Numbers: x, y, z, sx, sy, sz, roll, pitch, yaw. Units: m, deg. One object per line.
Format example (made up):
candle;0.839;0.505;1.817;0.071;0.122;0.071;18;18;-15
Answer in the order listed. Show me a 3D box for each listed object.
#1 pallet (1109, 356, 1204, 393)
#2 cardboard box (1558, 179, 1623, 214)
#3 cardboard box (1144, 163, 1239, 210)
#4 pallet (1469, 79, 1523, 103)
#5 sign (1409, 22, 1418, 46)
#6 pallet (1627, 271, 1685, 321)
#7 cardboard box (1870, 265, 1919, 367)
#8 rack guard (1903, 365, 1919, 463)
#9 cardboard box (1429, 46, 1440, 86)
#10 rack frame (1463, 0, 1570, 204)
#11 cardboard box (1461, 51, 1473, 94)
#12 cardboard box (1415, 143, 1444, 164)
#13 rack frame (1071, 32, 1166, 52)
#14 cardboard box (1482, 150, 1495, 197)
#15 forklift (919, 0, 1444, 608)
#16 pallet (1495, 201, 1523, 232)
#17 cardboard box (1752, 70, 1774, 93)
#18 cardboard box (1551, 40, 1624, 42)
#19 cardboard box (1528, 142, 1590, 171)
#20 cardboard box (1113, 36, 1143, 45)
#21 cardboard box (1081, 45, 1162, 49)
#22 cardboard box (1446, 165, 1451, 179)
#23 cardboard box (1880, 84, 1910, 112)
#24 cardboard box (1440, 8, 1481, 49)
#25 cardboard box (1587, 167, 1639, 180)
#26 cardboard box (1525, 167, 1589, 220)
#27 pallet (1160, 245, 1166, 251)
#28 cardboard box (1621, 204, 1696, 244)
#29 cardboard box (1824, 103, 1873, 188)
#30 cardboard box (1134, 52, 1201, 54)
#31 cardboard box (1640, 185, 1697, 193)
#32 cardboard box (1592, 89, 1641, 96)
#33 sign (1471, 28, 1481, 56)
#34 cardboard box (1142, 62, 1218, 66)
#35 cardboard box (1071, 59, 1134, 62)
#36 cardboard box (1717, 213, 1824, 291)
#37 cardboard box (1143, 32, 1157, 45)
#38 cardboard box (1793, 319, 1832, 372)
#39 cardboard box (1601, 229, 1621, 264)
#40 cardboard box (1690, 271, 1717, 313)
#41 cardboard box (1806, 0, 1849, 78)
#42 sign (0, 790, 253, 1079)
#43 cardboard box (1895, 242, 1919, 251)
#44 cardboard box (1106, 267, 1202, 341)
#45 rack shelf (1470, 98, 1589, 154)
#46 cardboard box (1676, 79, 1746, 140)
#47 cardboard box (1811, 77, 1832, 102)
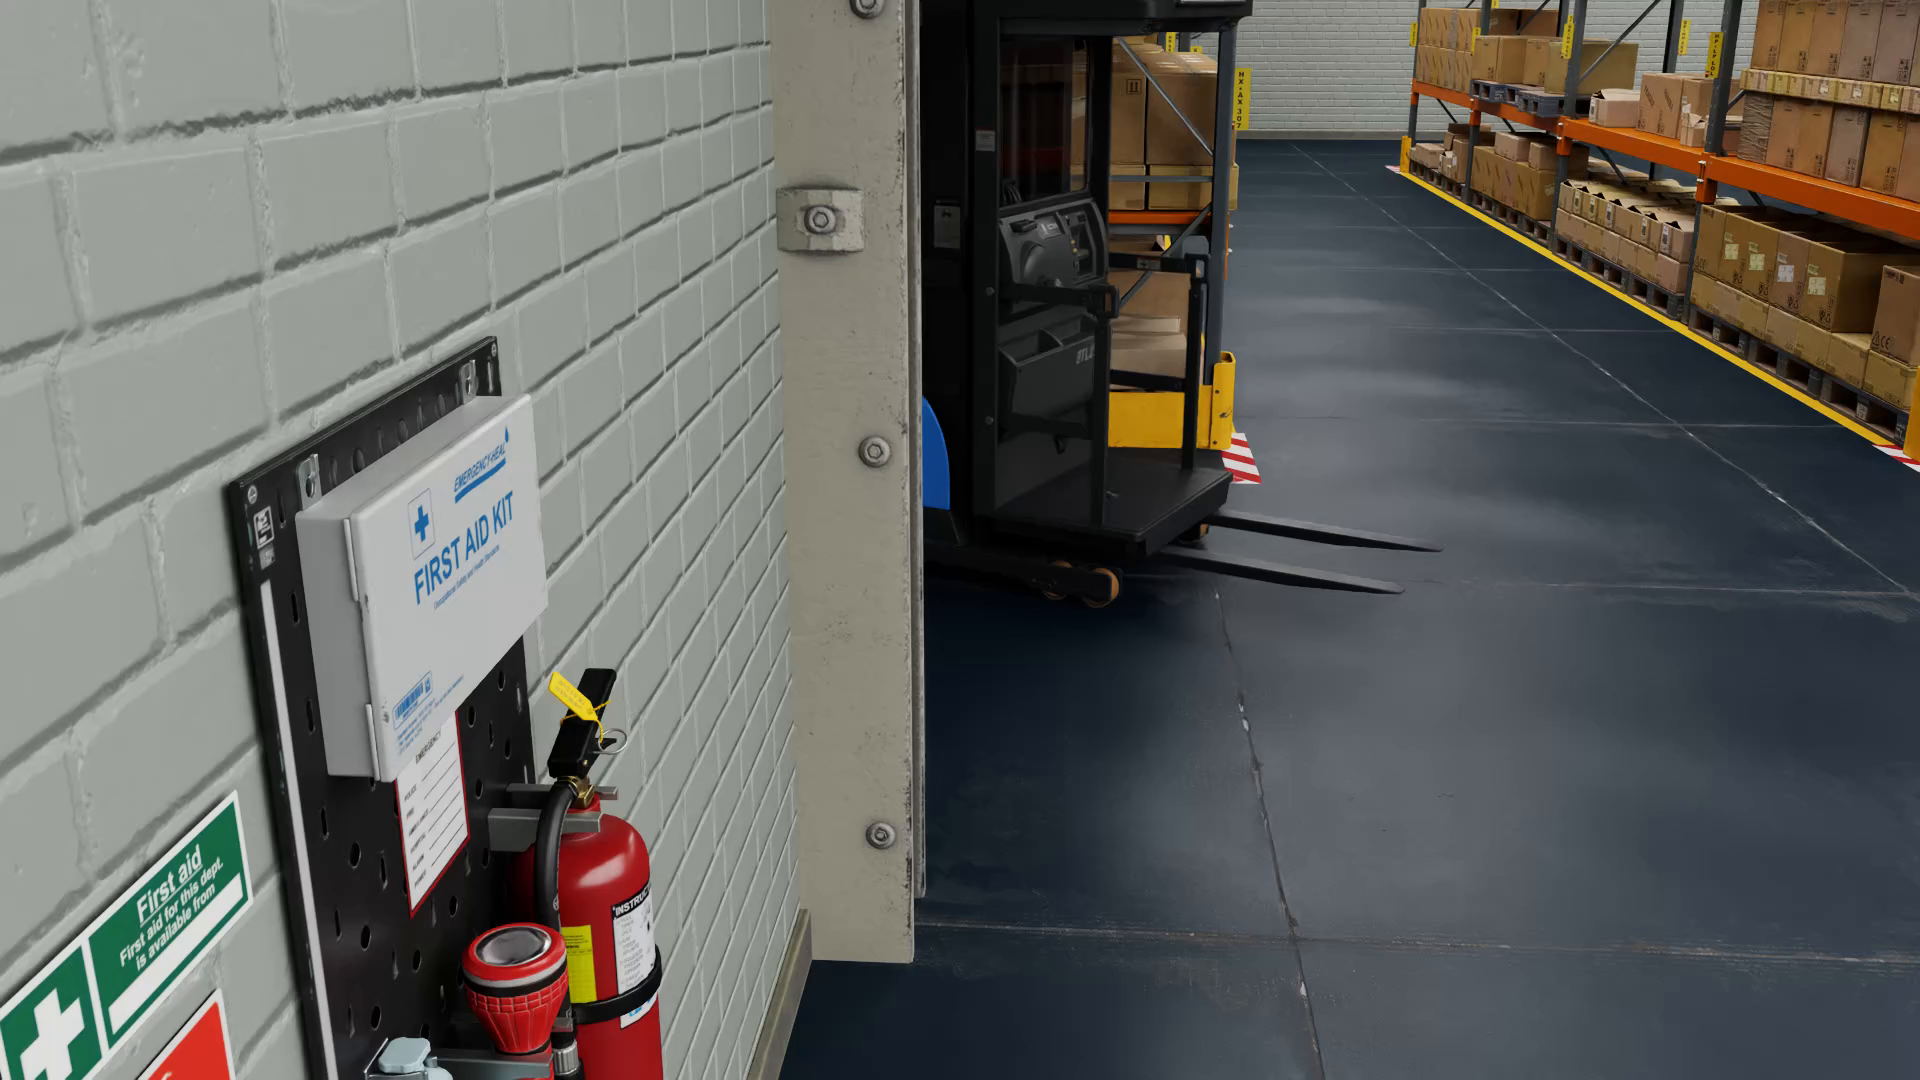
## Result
pallet;1.074;-0.932;10.430;1.003;0.211;1.213;1;18;4
cardboard box;6.159;-3.361;16.204;0.500;0.311;0.500;2;18;6
cardboard box;1.326;-2.065;9.617;0.500;0.250;0.500;1;18;2
pallet;6.610;-5.263;19.476;1.003;0.211;1.213;1;18;4
sign;6.522;-7.266;23.889;0.100;0.325;0.005;1;18;4
pallet;6.217;-2.020;13.749;1.003;0.211;1.213;1;18;4
cardboard box;5.658;-1.296;9.597;0.500;0.500;0.500;1;18;4
rack guard;5.914;-0.678;9.188;1.175;0.500;0.348;1;18;4
cardboard box;6.698;-6.442;22.604;0.500;0.500;0.500;1;18;4
rack frame;6.776;-5.600;20.196;1.000;3.000;0.127;1;18;4
cardboard box;6.556;-5.808;20.672;0.500;0.500;0.500;2;18;5
cardboard box;6.705;-5.427;23.377;0.500;0.250;0.500;1;18;4
rack frame;1.548;-4.467;16.739;1.000;3.000;0.127;1;18;4
cardboard box;6.471;-4.310;19.569;0.500;0.500;0.500;2;18;5
forklift;0.594;-1.295;7.169;3.031;2.935;1.130;10;21;28
pallet;6.671;-3.641;18.697;1.003;0.211;1.213;1;18;4
cardboard box;5.972;-3.314;12.017;0.380;0.149;0.250;2;18;5
cardboard box;6.678;-5.083;17.782;0.700;0.500;0.500;5;19;14
cardboard box;6.322;-4.049;17.565;0.500;0.250;0.500;2;18;6
cardboard box;1.545;-4.824;15.919;0.380;0.149;0.250;-2;18;-5
cardboard box;1.512;-4.403;15.677;0.700;0.500;0.500;0;18;-1
cardboard box;6.501;-4.755;21.490;0.380;0.149;0.250;1;18;4
cardboard box;5.828;-2.672;10.058;0.380;0.149;0.250;2;18;6
cardboard box;6.662;-6.757;21.962;0.500;0.500;0.500;1;18;3
cardboard box;6.839;-3.677;17.634;0.500;0.500;0.500;1;18;2
cardboard box;6.322;-3.675;17.628;0.500;0.500;0.500;2;18;6
pallet;1.401;-2.521;15.279;1.003;0.211;1.213;1;18;4
cardboard box;6.015;-2.724;14.259;0.500;0.311;0.500;1;18;4
cardboard box;6.070;-2.546;10.716;0.700;0.500;0.500;2;18;6
cardboard box;1.536;-3.366;12.382;0.500;0.500;0.500;1;18;4
cardboard box;6.667;-3.187;15.674;0.500;0.311;0.500;1;18;3
cardboard box;6.420;-4.203;16.077;0.500;0.311;0.500;2;18;7
sign;6.234;-6.021;20.091;0.100;0.325;0.005;1;18;4
cardboard box;1.397;-2.732;10.448;0.500;0.500;0.500;1;18;2
cardboard box;0.911;-2.901;10.965;0.500;0.500;0.500;2;18;5
cardboard box;5.829;-2.072;11.967;0.500;0.500;0.500;1;18;4
cardboard box;1.840;-5.166;16.997;0.500;0.250;0.500;2;18;5
cardboard box;5.718;-1.250;10.662;0.500;0.250;0.500;1;18;4
cardboard box;6.055;-2.617;14.835;0.500;0.250;0.500;2;18;5
cardboard box;5.867;-1.871;12.557;0.500;0.250;0.500;1;18;4
cardboard box;6.106;-3.329;11.021;0.700;0.500;0.500;1;18;4
sign;-0.617;0.310;1.250;0.001;0.109;0.331;1;18;4
cardboard box;6.233;-1.595;10.510;0.500;0.500;0.500;1;18;4
cardboard box;1.257;-1.620;11.359;0.700;0.500;0.500;0;18;0
rack shelf;6.633;-4.637;18.412;1.077;0.370;4.000;1;18;4
cardboard box;6.312;-3.565;13.824;0.500;0.500;0.500;3;18;8
cardboard box;5.902;-2.992;11.034;0.380;0.149;0.250;1;18;2
